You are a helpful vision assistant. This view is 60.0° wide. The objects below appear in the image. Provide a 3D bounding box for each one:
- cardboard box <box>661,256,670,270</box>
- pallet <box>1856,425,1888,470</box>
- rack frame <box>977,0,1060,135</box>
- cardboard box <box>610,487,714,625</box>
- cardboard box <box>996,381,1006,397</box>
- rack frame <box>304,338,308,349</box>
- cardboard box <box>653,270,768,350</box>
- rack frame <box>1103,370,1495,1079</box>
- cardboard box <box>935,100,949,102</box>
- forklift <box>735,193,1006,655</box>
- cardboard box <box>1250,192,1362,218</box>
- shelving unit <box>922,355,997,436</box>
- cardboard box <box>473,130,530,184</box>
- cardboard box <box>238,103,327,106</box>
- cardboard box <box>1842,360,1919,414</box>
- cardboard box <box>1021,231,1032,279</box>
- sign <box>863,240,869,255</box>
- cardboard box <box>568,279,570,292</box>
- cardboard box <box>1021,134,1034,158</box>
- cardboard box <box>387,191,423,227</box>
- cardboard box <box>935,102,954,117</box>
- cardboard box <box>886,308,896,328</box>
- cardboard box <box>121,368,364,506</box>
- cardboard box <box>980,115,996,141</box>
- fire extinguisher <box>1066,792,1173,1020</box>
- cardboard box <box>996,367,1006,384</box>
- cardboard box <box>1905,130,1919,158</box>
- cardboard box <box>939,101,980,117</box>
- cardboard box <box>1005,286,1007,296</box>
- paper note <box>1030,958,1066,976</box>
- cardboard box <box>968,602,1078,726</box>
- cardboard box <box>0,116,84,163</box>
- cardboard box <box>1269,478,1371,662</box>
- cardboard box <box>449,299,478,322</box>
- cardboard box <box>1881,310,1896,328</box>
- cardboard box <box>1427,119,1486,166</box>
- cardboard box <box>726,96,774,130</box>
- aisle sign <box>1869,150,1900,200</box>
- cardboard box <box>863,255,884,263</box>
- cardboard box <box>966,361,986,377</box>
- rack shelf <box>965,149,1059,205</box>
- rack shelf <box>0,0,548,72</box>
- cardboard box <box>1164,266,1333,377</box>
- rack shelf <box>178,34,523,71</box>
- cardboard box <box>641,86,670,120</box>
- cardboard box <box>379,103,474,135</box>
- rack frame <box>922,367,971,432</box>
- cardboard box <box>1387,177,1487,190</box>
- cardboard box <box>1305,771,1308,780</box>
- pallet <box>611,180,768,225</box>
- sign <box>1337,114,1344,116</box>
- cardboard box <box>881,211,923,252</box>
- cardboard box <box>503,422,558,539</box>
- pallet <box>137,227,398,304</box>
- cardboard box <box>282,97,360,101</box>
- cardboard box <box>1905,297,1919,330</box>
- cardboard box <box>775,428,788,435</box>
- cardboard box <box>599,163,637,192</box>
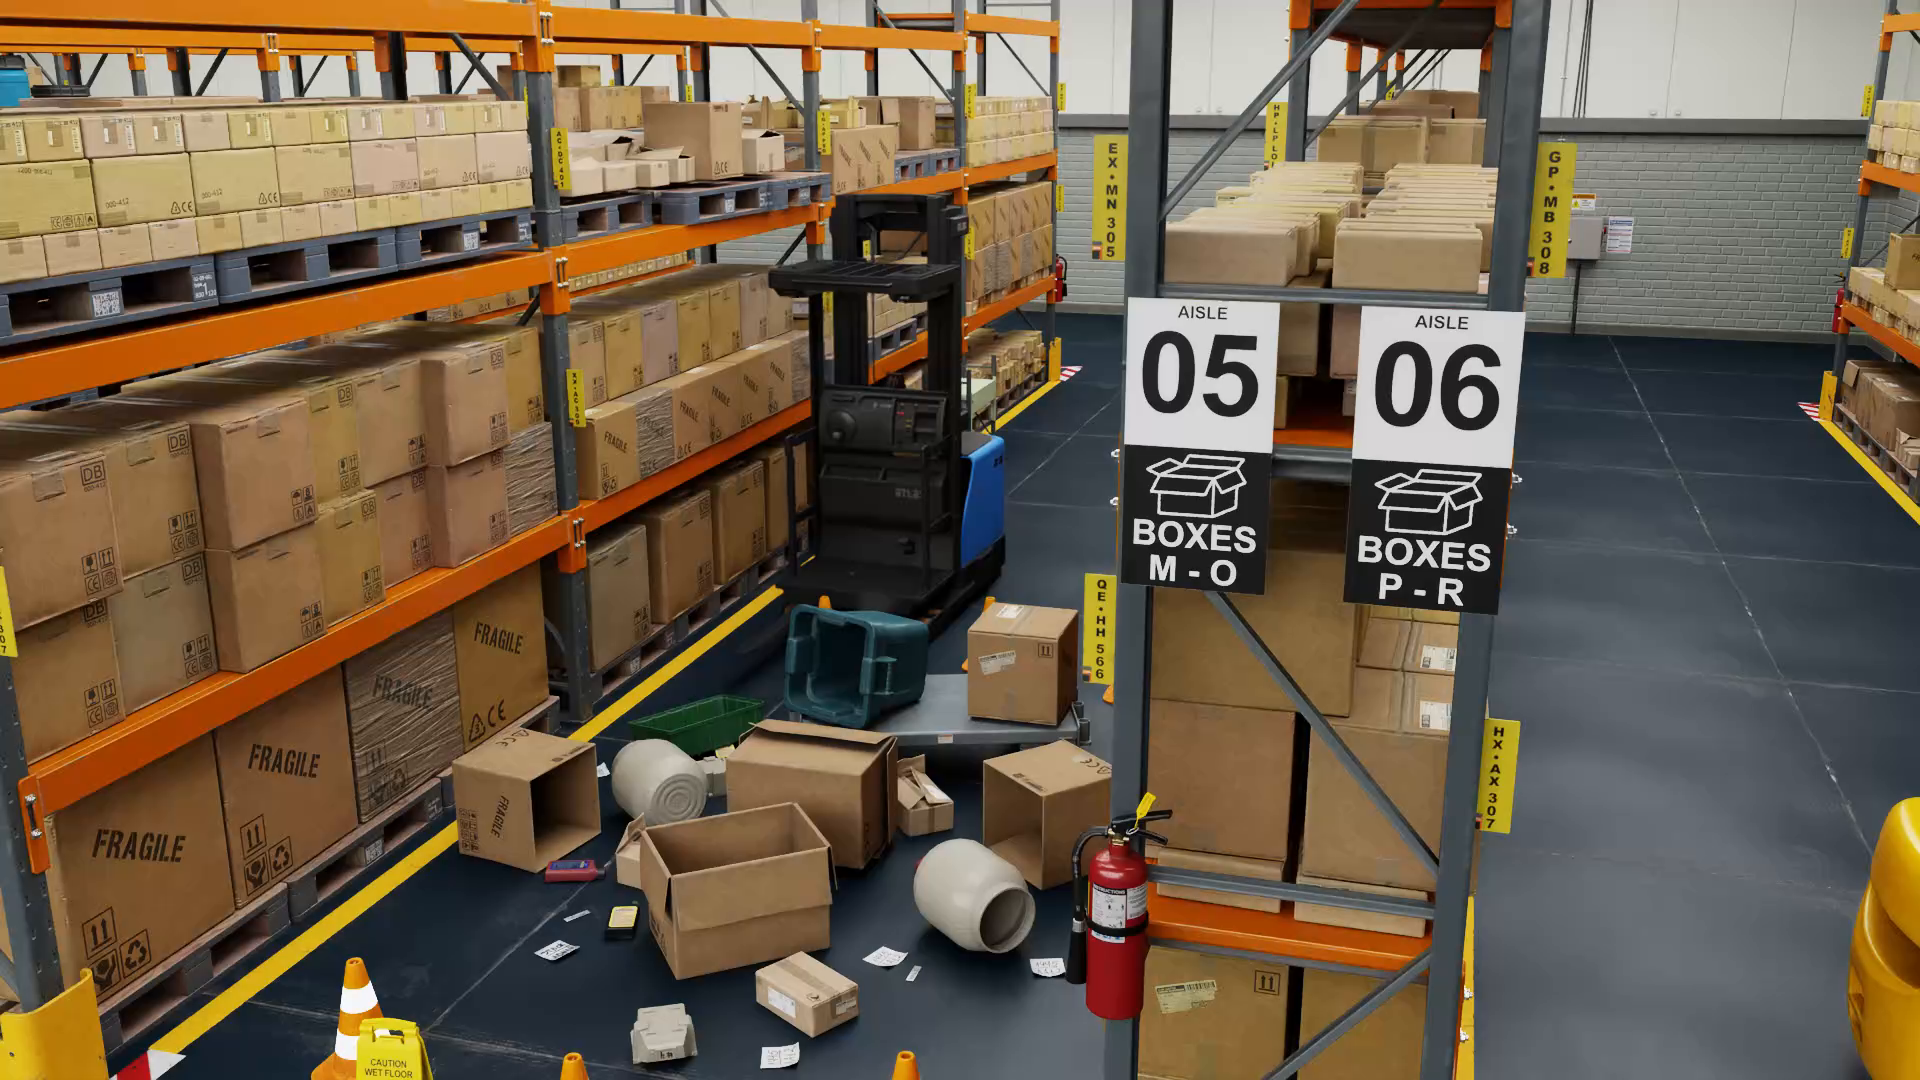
[{"bbox_3d":[-3.957,-3.568,21.373,0.380,0.149,0.250,5,16,16],"label":"cardboard box"},{"bbox_3d":[9.639,-0.901,16.620,1.003,0.211,1.213,5,16,16],"label":"pallet"},{"bbox_3d":[0.700,-6.417,19.962,1.000,3.000,0.127,5,16,16],"label":"rack frame"},{"bbox_3d":[-2.342,0.067,11.448,1.050,0.750,0.750,5,16,16],"label":"cardboard box"},{"bbox_3d":[0.305,-1.728,18.879,0.380,0.149,0.250,4,16,14],"label":"cardboard box"},{"bbox_3d":[-6.300,-1.849,14.851,1.000,3.000,0.127,5,16,16],"label":"rack frame"},{"bbox_3d":[-1.853,-1.718,12.374,0.700,0.500,0.500,4,16,15],"label":"cardboard box"},{"bbox_3d":[0.928,1.012,4.763,1.000,3.000,0.127,5,16,16],"label":"rack frame"},{"bbox_3d":[-0.327,-4.587,17.637,0.380,0.149,0.250,5,17,18],"label":"cardboard box"},{"bbox_3d":[-0.611,-0.842,11.425,1.130,2.935,3.031,5,17,18],"label":"forklift"},{"bbox_3d":[1.204,-1.130,5.817,0.380,0.149,0.250,4,16,14],"label":"cardboard box"},{"bbox_3d":[-0.002,-0.720,13.619,0.431,1.500,0.755,5,16,16],"label":"shelving unit"},{"bbox_3d":[-2.604,-2.007,8.688,0.500,0.250,0.500,4,16,15],"label":"cardboard box"},{"bbox_3d":[-3.355,-2.079,8.211,0.380,0.149,0.250,4,16,15],"label":"cardboard box"},{"bbox_3d":[9.970,-1.638,17.912,0.797,0.503,0.637,4,16,14],"label":"cardboard box"},{"bbox_3d":[0.533,-3.317,19.298,0.500,0.500,0.500,5,16,16],"label":"cardboard box"},{"bbox_3d":[-0.959,-2.941,17.115,0.100,0.325,0.005,5,16,16],"label":"sign"},{"bbox_3d":[-4.686,-2.895,18.999,0.380,0.149,0.250,4,16,14],"label":"cardboard box"},{"bbox_3d":[0.533,-4.500,18.974,0.500,0.250,0.500,5,17,18],"label":"cardboard box"},{"bbox_3d":[-2.795,-1.578,7.906,0.380,0.149,0.250,5,17,17],"label":"cardboard box"},{"bbox_3d":[-0.121,-4.345,16.782,0.380,0.149,0.250,4,16,15],"label":"cardboard box"},{"bbox_3d":[-0.802,-2.036,15.200,0.380,0.149,0.250,4,16,14],"label":"cardboard box"},{"bbox_3d":[-3.321,-0.466,7.723,0.875,0.550,0.500,5,16,16],"label":"cardboard box"},{"bbox_3d":[0.077,-4.333,17.471,0.500,0.250,0.500,5,16,16],"label":"cardboard box"},{"bbox_3d":[0.454,1.044,4.794,0.296,0.674,0.183,5,16,16],"label":"fire extinguisher"},{"bbox_3d":[0.307,-1.869,18.833,0.380,0.149,0.250,4,16,15],"label":"cardboard box"},{"bbox_3d":[9.440,-3.804,15.977,0.500,0.250,0.500,4,16,15],"label":"cardboard box"},{"bbox_3d":[-0.012,-4.414,17.024,0.380,0.149,0.250,4,16,13],"label":"cardboard box"},{"bbox_3d":[0.317,-2.834,18.785,0.380,0.149,0.250,5,17,18],"label":"cardboard box"},{"bbox_3d":[0.383,1.853,7.240,0.142,0.019,0.148,-1,16,-3],"label":"paper note"},{"bbox_3d":[0.350,0.674,9.149,0.500,0.500,0.500,5,16,16],"label":"cardboard box"},{"bbox_3d":[-3.374,-1.429,5.920,0.380,0.149,0.250,5,17,16],"label":"cardboard box"},{"bbox_3d":[1.015,0.058,5.568,0.700,0.500,0.500,5,17,16],"label":"cardboard box"},{"bbox_3d":[-5.323,-2.534,17.083,0.500,0.500,0.500,4,16,15],"label":"cardboard box"},{"bbox_3d":[9.410,-2.200,16.550,0.380,0.149,0.250,5,17,17],"label":"cardboard box"},{"bbox_3d":[2.747,-2.100,8.830,0.500,0.250,0.500,4,16,15],"label":"cardboard box"},{"bbox_3d":[-1.707,-3.423,13.319,0.396,0.266,0.258,5,16,16],"label":"cardboard box"},{"bbox_3d":[9.973,-4.081,17.956,0.394,0.787,0.004,5,16,16],"label":"aisle sign"},{"bbox_3d":[-0.989,-2.784,16.750,0.380,0.149,0.250,6,17,19],"label":"cardboard box"},{"bbox_3d":[0.072,-1.883,18.334,0.380,0.149,0.250,4,16,14],"label":"cardboard box"},{"bbox_3d":[0.132,-4.105,18.625,1.077,0.370,4.000,5,16,16],"label":"rack shelf"},{"bbox_3d":[-3.278,-2.216,7.202,1.077,0.370,4.000,5,16,16],"label":"rack shelf"},{"bbox_3d":[0.815,-0.656,4.879,0.500,0.250,0.500,4,16,15],"label":"cardboard box"},{"bbox_3d":[-5.732,-4.720,16.030,1.077,0.370,4.000,5,16,16],"label":"rack shelf"},{"bbox_3d":[-4.123,-5.543,21.242,0.700,0.500,0.500,4,16,13],"label":"cardboard box"},{"bbox_3d":[-2.652,-2.095,8.269,0.380,0.149,0.250,5,16,16],"label":"cardboard box"},{"bbox_3d":[-0.106,-0.624,13.281,0.400,1.500,0.023,5,16,16],"label":"rack frame"},{"bbox_3d":[1.903,-1.366,6.651,0.380,0.149,0.250,4,16,15],"label":"cardboard box"},{"bbox_3d":[1.140,0.753,6.139,0.380,0.149,0.250,5,17,17],"label":"cardboard box"},{"bbox_3d":[-2.020,-2.325,11.378,1.003,0.211,1.213,5,17,18],"label":"pallet"},{"bbox_3d":[2.672,-2.856,11.810,0.100,0.325,0.005,5,16,16],"label":"sign"},{"bbox_3d":[-0.562,-3.301,17.408,0.500,0.500,0.500,4,16,14],"label":"cardboard box"},{"bbox_3d":[-2.803,-0.366,9.348,0.875,0.550,0.550,5,16,16],"label":"cardboard box"},{"bbox_3d":[-3.301,-1.260,7.442,1.003,0.211,1.213,5,16,16],"label":"pallet"},{"bbox_3d":[-6.035,-3.940,15.773,0.500,0.500,0.500,6,17,19],"label":"cardboard box"},{"bbox_3d":[9.137,-2.098,15.460,0.500,0.250,0.500,5,16,16],"label":"cardboard box"},{"bbox_3d":[-1.630,-0.997,14.286,0.500,0.250,0.500,4,16,15],"label":"cardboard box"},{"bbox_3d":[-2.177,-2.216,10.155,0.250,0.149,0.380,5,16,16],"label":"cardboard box"}]
